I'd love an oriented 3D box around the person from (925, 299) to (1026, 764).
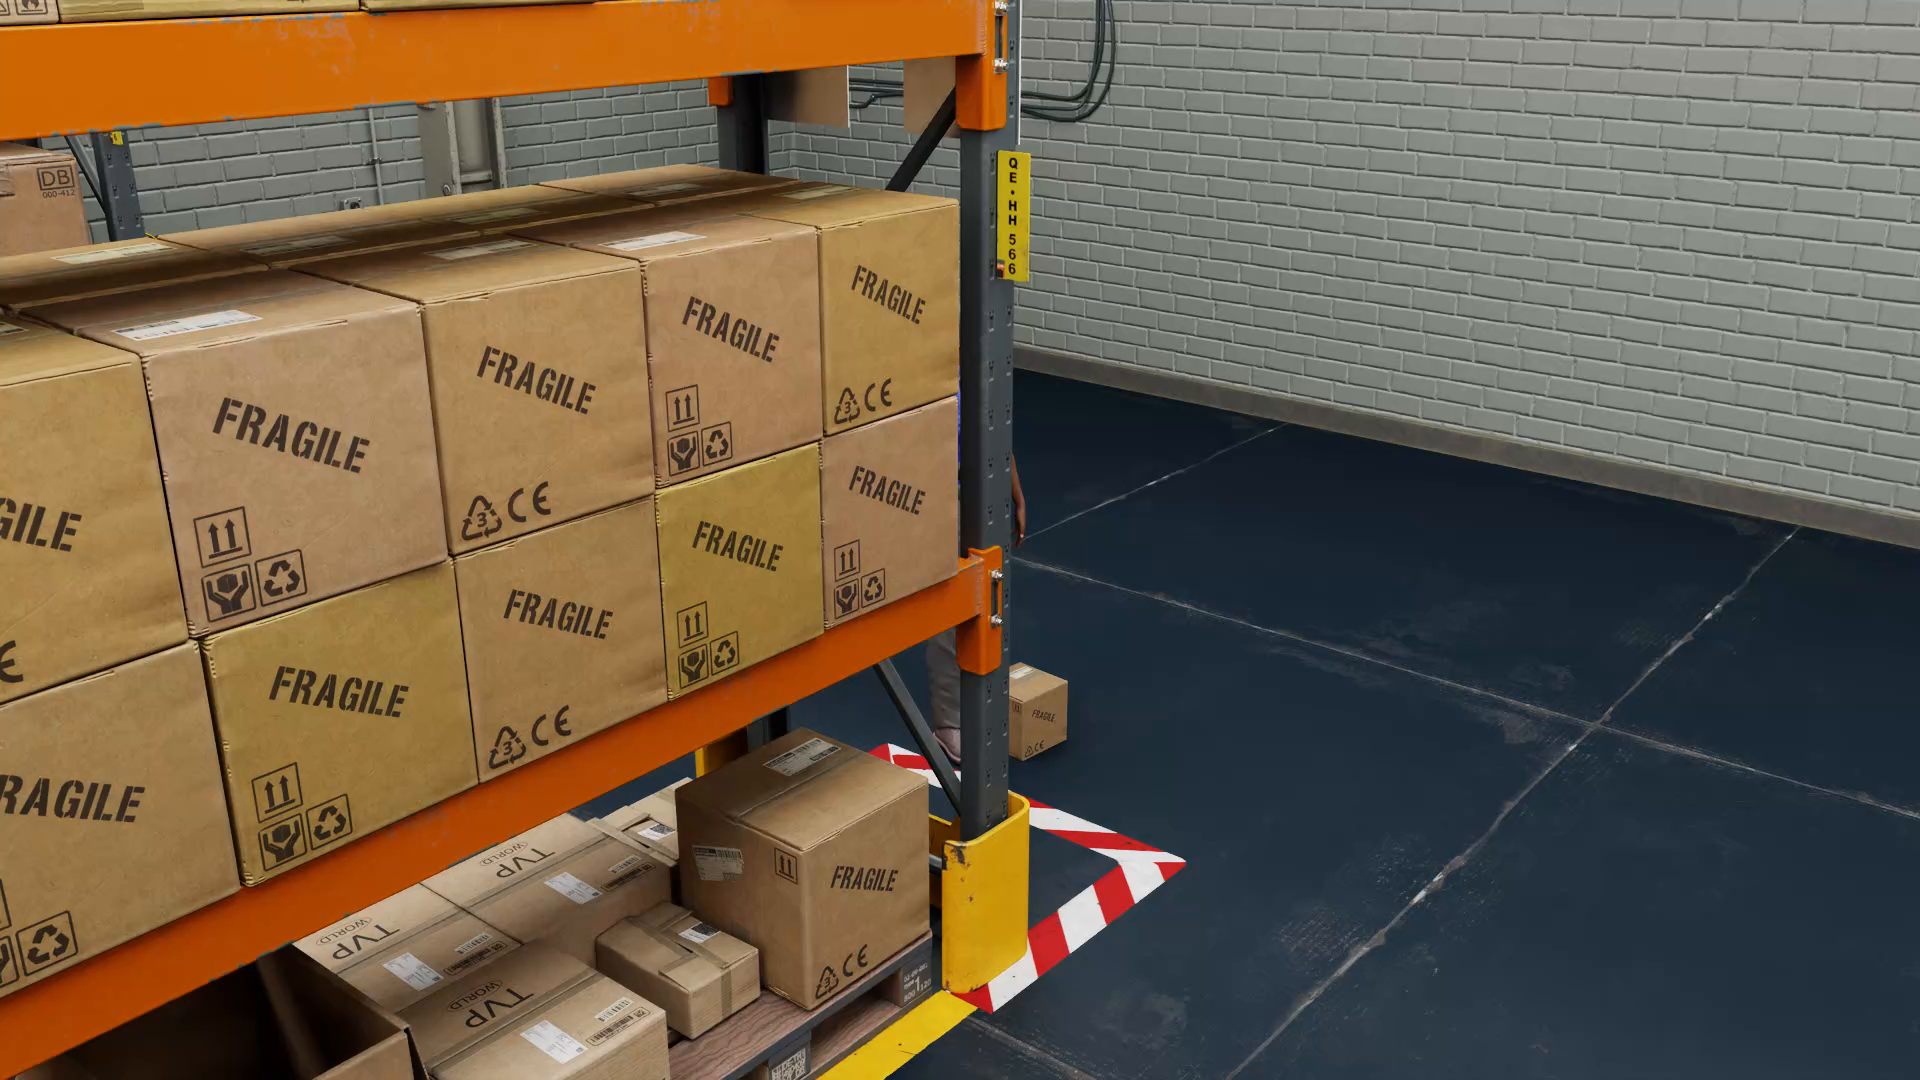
[{"bbox_3d":[0.074,-0.050,6.196,0.569,1.654,0.504,-19,28,-41],"label":"person"}]
